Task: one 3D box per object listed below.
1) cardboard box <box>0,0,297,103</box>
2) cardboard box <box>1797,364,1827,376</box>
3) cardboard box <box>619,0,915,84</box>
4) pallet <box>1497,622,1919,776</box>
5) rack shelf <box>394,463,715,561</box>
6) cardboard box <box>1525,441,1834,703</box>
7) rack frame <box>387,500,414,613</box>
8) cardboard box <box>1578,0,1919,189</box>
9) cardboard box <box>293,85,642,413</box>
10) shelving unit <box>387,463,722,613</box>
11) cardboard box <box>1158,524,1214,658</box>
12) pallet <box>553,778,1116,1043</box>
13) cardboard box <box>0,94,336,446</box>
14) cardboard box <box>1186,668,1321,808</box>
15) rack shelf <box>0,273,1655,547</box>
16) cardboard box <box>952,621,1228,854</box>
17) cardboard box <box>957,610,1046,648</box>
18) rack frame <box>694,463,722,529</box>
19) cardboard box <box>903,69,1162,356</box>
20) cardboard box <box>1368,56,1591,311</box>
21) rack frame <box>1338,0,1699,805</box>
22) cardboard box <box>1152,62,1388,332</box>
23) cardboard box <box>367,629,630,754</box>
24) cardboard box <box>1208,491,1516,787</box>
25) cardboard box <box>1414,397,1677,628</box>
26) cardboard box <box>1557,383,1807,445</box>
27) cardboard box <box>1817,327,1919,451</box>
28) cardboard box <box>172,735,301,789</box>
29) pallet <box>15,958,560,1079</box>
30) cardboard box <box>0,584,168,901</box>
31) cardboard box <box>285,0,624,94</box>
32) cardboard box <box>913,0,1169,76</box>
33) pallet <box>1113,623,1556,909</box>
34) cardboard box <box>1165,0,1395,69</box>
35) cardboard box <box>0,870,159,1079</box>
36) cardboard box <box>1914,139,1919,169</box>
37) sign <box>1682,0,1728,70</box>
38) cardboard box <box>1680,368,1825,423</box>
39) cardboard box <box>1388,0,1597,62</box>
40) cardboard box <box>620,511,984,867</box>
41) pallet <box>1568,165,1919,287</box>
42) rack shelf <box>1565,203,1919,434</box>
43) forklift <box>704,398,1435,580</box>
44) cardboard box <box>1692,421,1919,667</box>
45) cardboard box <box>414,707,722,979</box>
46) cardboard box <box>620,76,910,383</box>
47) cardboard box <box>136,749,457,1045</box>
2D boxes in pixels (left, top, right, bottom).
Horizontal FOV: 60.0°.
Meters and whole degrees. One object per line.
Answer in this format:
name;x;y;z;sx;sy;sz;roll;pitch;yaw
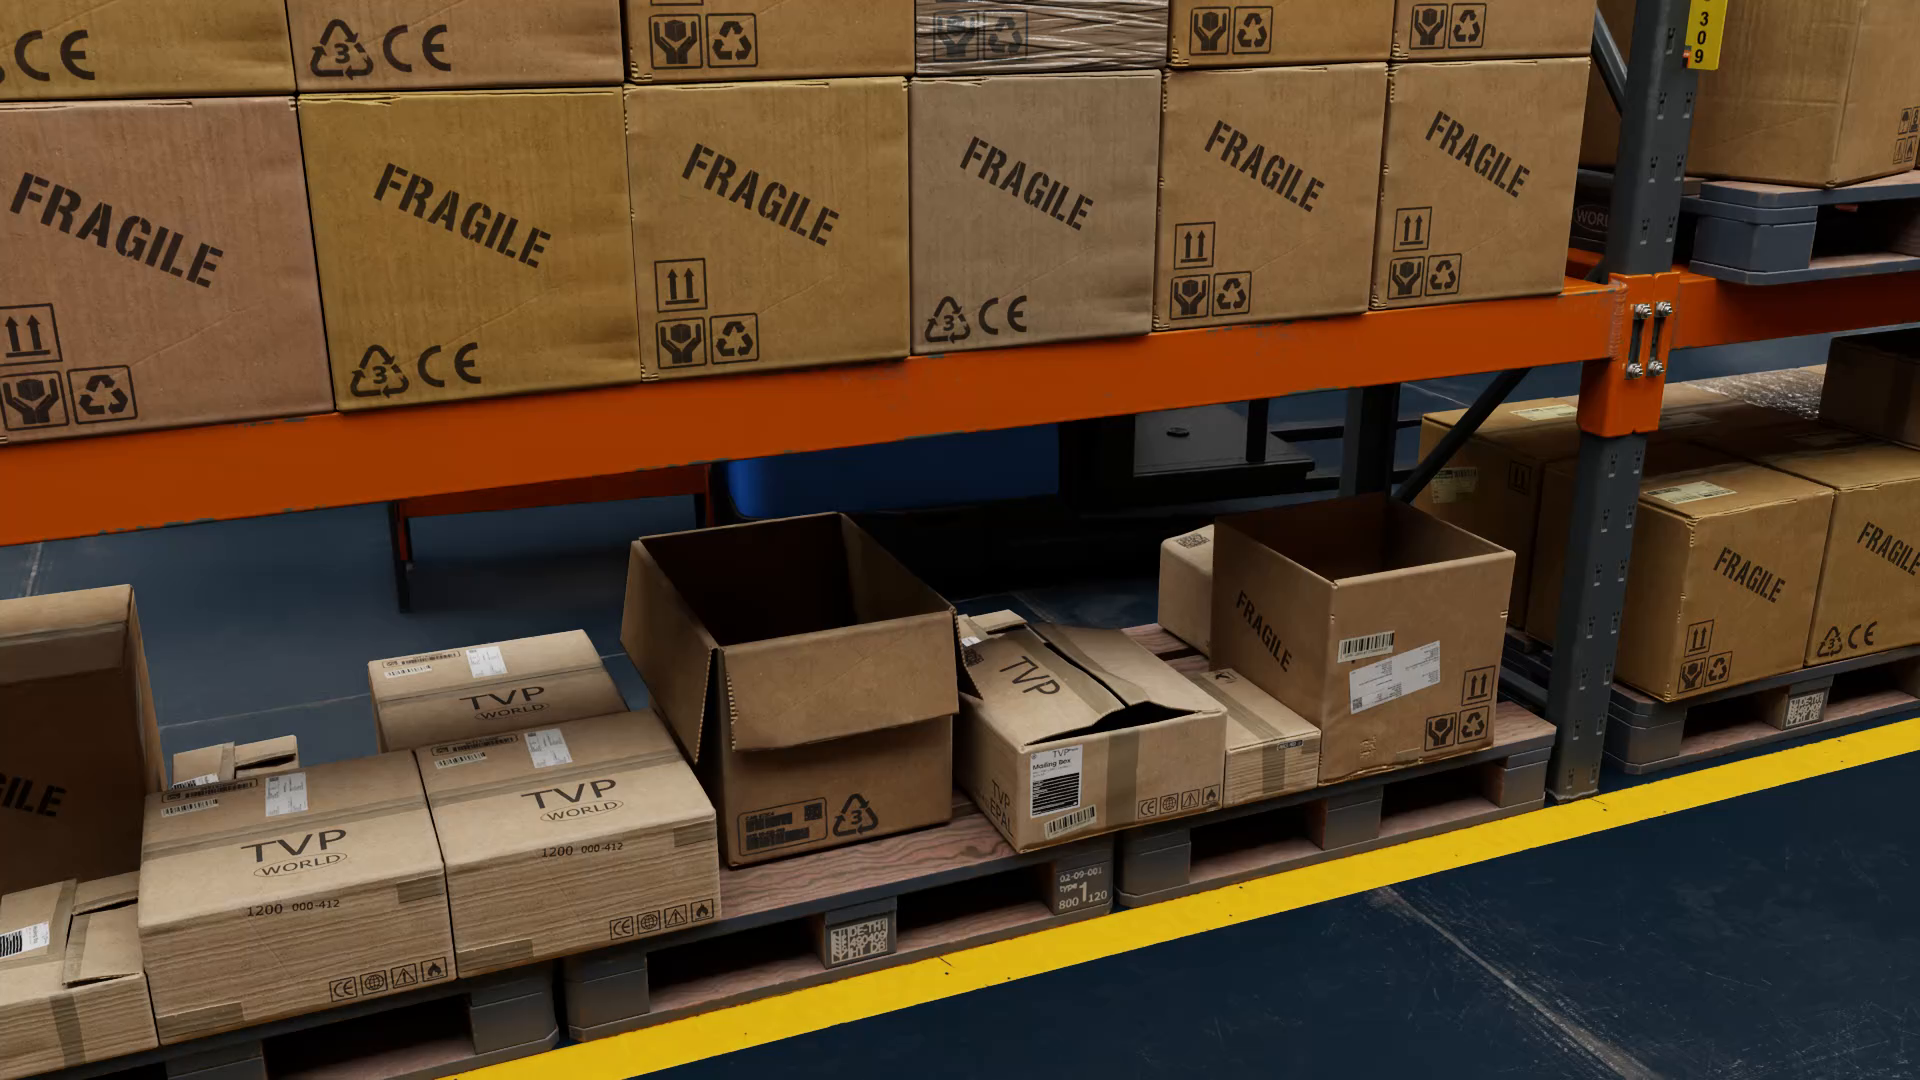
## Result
cardboard box;-1.332;-0.956;2.565;0.500;0.500;0.500;-8;21;-21
cardboard box;3.076;-0.291;5.434;0.500;0.500;0.500;-9;21;-24
cardboard box;-0.405;-1.087;2.938;0.500;0.500;0.500;-8;21;-22
pallet;2.084;0.282;4.902;1.213;0.211;1.003;-8;21;-22
rack shelf;-1.369;-0.192;5.610;1.000;0.278;0.538;-5;20;-15
cardboard box;1.893;0.068;4.414;0.500;0.500;0.500;-9;21;-24
rack frame;-1.857;-0.376;5.397;0.032;1.125;0.500;-5;20;-15
cardboard box;1.876;-1.154;4.000;0.500;0.500;0.700;-17;26;-40
cardboard box;-0.875;-0.548;2.911;0.500;0.500;0.500;-8;21;-22
shelving unit;-1.369;-0.423;5.529;1.048;1.125;0.538;-5;20;-15
cardboard box;0.881;0.136;4.507;0.500;0.311;0.500;-8;21;-22
pallet;-0.401;0.653;3.851;1.213;0.211;1.003;-8;21;-22
cardboard box;-1.337;-0.483;2.726;0.500;0.500;0.500;-8;21;-22
cardboard box;0.621;0.452;3.852;0.250;0.149;0.380;-8;21;-22
rack shelf;-0.484;-0.312;3.475;4.000;0.370;1.077;-8;21;-22
cardboard box;0.253;0.406;3.737;0.500;0.311;0.500;-8;21;-22
cardboard box;0.091;0.321;4.199;0.250;0.166;0.380;-8;21;-22
rack frame;-0.880;-0.469;5.661;0.032;1.125;0.500;-5;20;-15
cardboard box;0.051;-0.681;3.289;0.500;0.500;0.500;-8;21;-21
cardboard box;0.995;-0.818;3.677;0.500;0.500;0.500;-8;21;-21
rack frame;1.352;-0.914;4.103;0.127;3.000;1.000;-8;21;-22
cardboard box;0.522;-0.749;3.483;0.500;0.500;0.500;-8;21;-20
cardboard box;-1.035;0.439;3.737;0.500;0.250;0.500;-8;21;-22
cardboard box;0.941;0.219;3.986;0.500;0.500;0.500;-8;21;-22
cardboard box;1.692;-0.095;4.877;0.500;0.500;0.500;-8;21;-22
cardboard box;2.149;-0.158;5.055;0.500;0.500;0.500;-8;21;-22
cardboard box;2.811;-0.418;4.663;0.500;0.250;0.500;-8;21;-22
cardboard box;-1.512;0.568;3.496;0.250;0.166;0.380;-8;21;-22
pallet;-1.519;0.812;3.398;1.213;0.211;1.003;-8;21;-22
cardboard box;-1.919;0.437;3.367;0.500;0.500;0.500;-8;21;-22
cardboard box;-0.871;-1.020;2.747;0.500;0.500;0.500;-8;21;-21
cardboard box;0.058;-1.153;3.125;0.500;0.500;0.500;-8;21;-21
pallet;0.721;0.491;4.310;1.213;0.211;1.003;-8;21;-22
cardboard box;0.521;-1.220;3.313;0.500;0.500;0.500;-9;21;-23
cardboard box;-1.571;0.757;2.958;0.250;0.166;0.380;-8;21;-22
cardboard box;2.482;-1.264;4.311;0.500;0.500;0.700;-5;20;-13
sign;1.574;-1.158;3.492;0.005;0.325;0.100;-8;21;-22
cardboard box;2.609;-0.224;5.242;0.500;0.500;0.500;-8;21;-21
cardboard box;0.990;-1.288;3.507;0.500;0.500;0.500;-8;21;-22
cardboard box;-0.371;0.304;3.738;0.637;0.503;0.797;-8;21;-22
pallet;2.129;-0.896;4.339;1.213;0.211;1.003;-8;21;-22
rack shelf;3.188;-0.838;4.969;4.000;0.370;1.077;-8;21;-22
forklift;0.623;-1.447;5.718;3.031;2.935;1.130;-5;20;-15
cardboard box;2.378;-0.006;4.623;0.500;0.500;0.500;-8;21;-21
cardboard box;-0.791;0.585;3.323;0.500;0.250;0.500;-8;21;-22
cardboard box;-0.416;-0.613;3.097;0.500;0.500;0.500;-8;21;-21
cardboard box;-1.250;0.650;3.136;0.500;0.250;0.500;-8;21;-22
